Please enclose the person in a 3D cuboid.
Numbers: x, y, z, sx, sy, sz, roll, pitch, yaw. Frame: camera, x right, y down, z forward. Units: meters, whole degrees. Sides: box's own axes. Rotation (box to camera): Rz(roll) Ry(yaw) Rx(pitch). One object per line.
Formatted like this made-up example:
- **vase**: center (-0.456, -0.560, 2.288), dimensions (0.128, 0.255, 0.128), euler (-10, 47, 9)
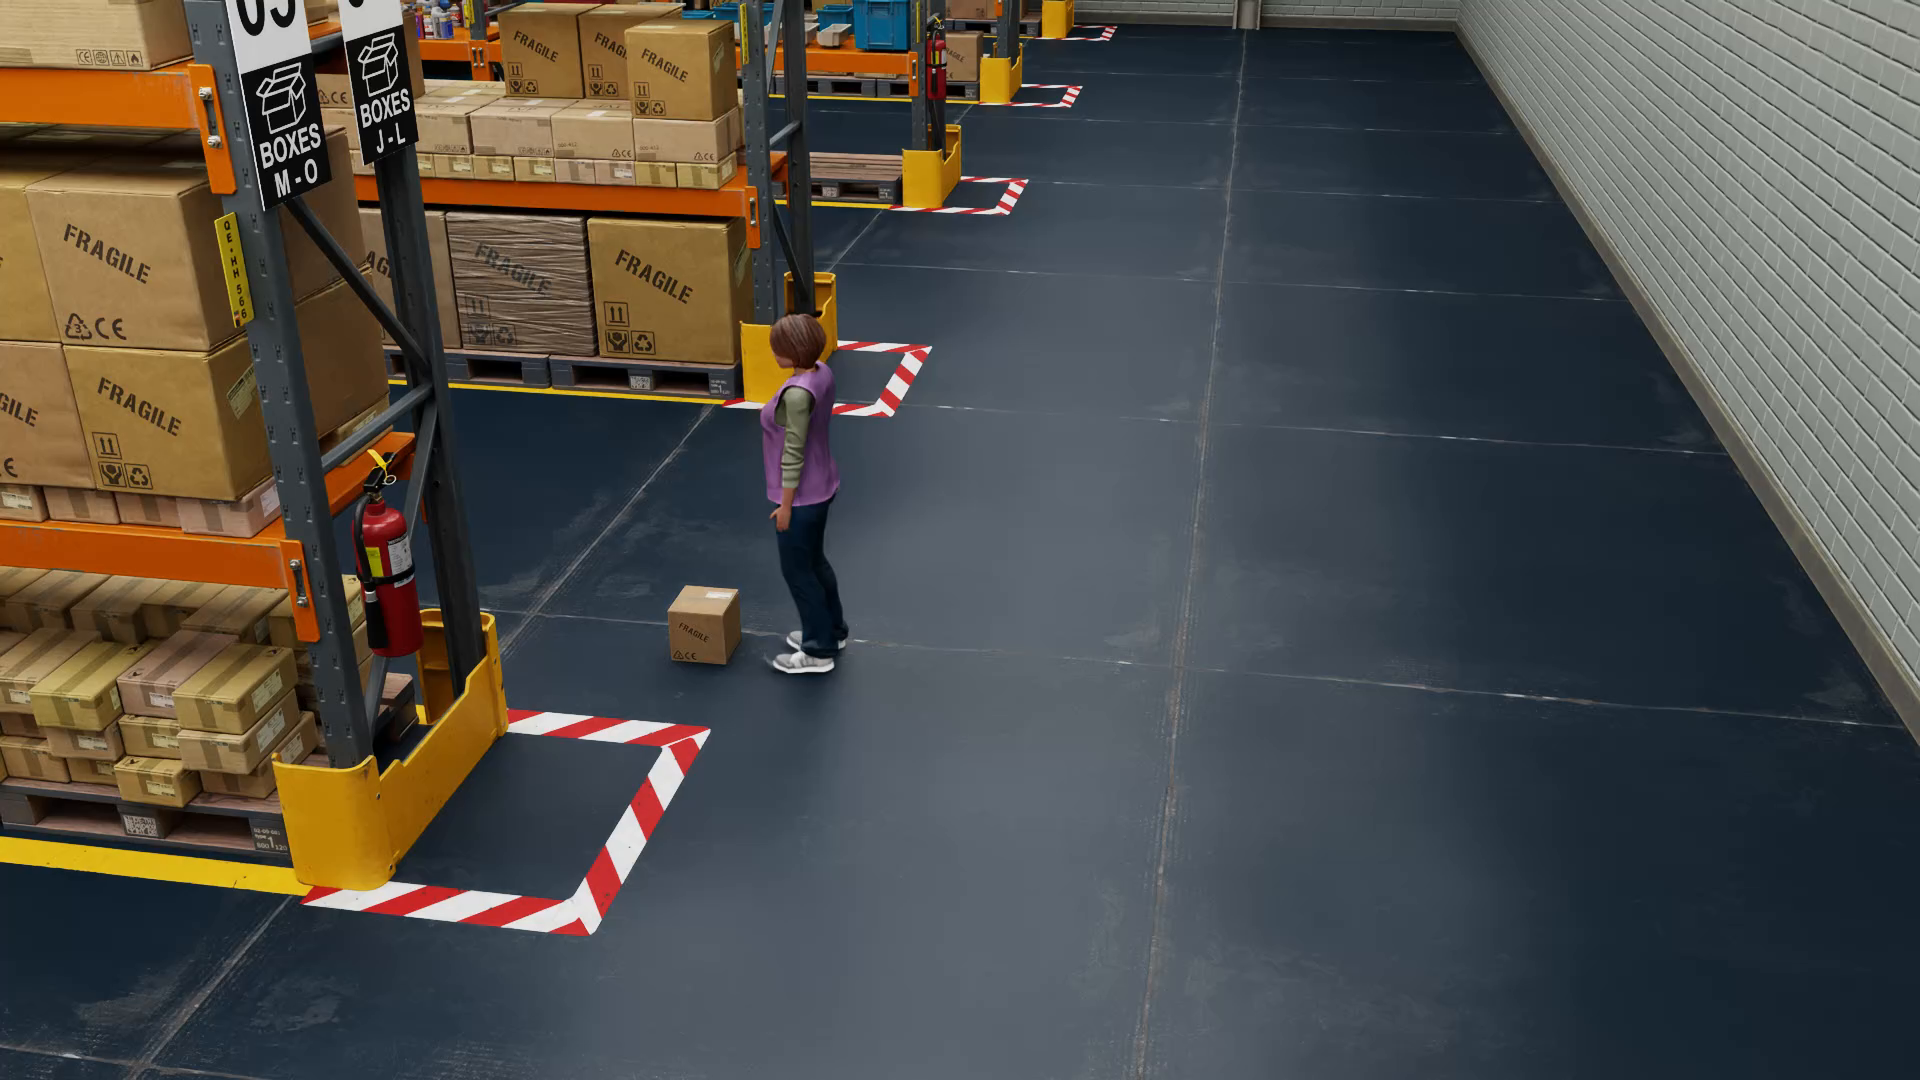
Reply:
- **person**: center (-0.751, 0.090, 7.162), dimensions (0.780, 0.973, 0.453), euler (4, 26, 8)
